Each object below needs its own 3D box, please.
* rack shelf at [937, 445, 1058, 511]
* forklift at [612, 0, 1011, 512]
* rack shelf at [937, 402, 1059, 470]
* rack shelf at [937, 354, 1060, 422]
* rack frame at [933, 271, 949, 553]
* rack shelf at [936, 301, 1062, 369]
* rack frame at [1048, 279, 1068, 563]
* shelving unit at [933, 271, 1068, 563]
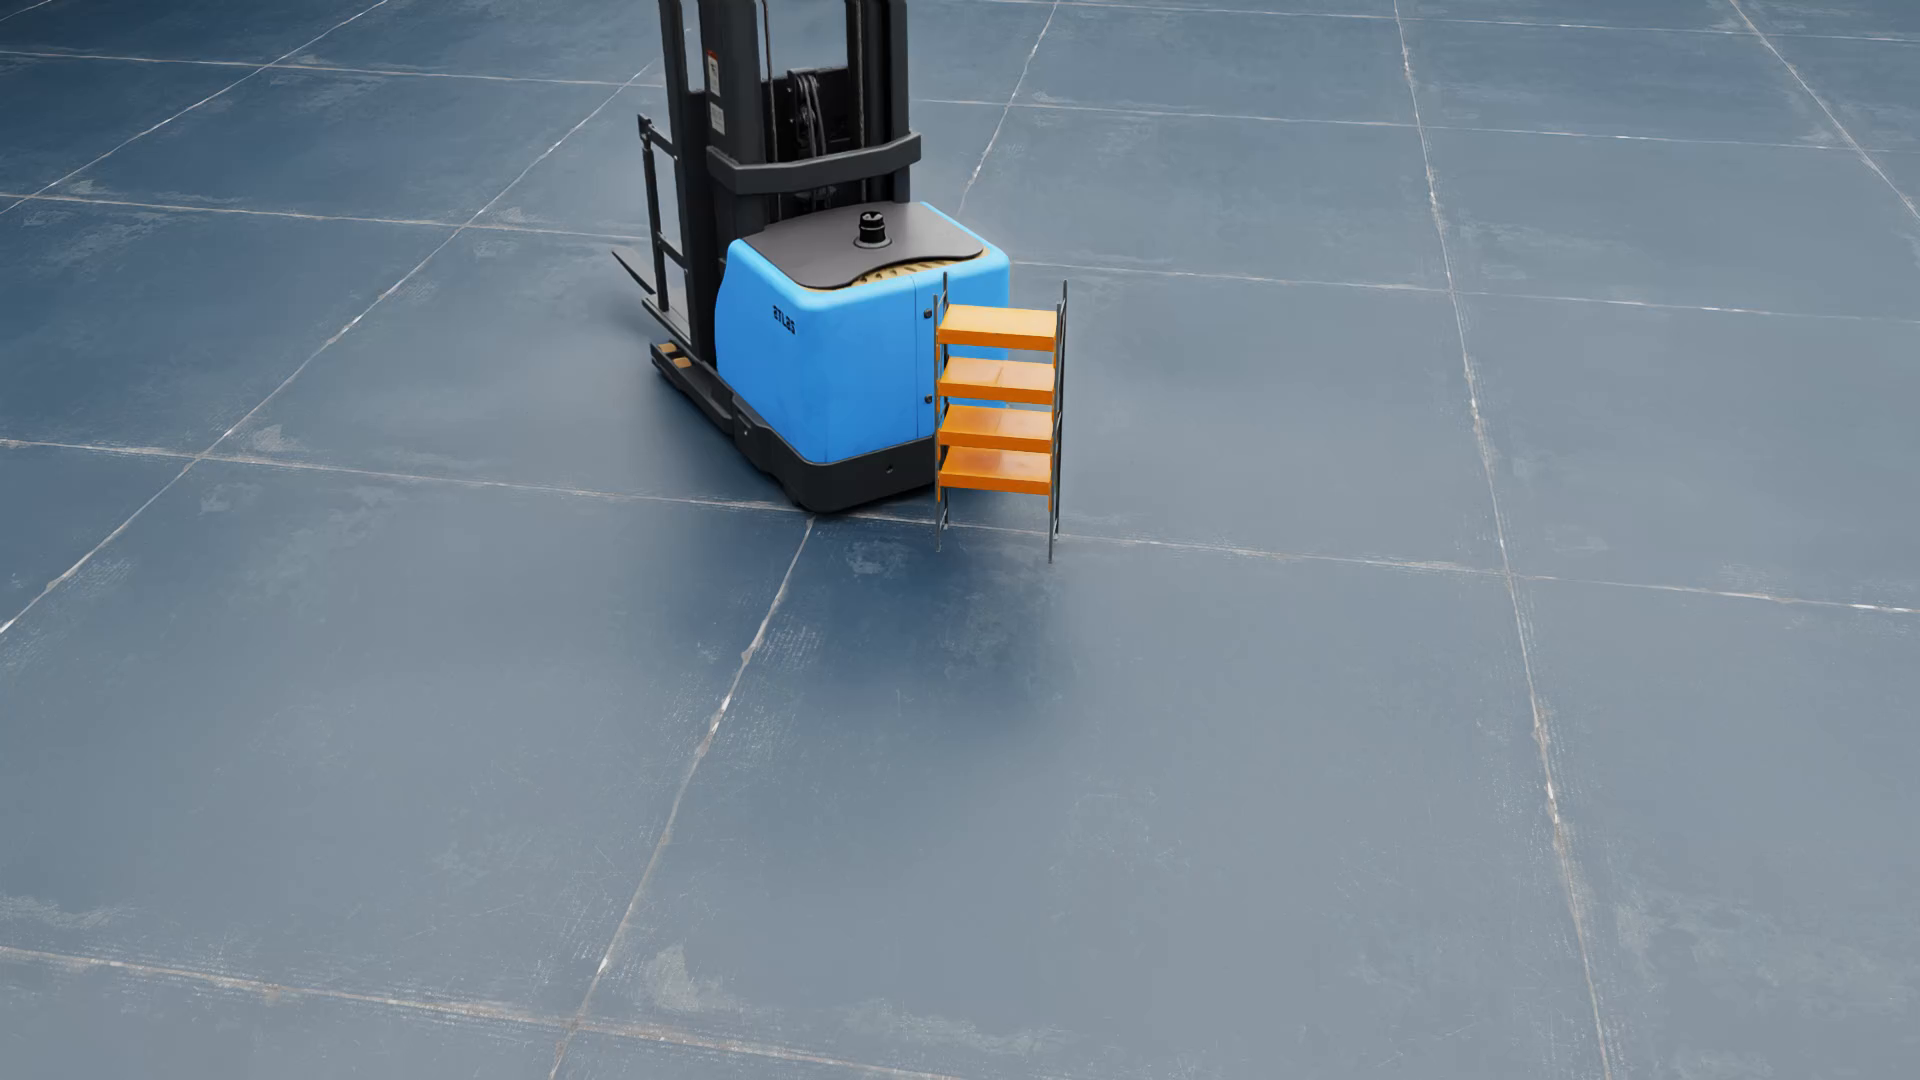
[{"bbox_3d":[0.163,-0.268,7.049,0.480,0.148,0.258,5,32,8],"label":"rack shelf"},{"bbox_3d":[-0.941,-2.116,7.869,1.130,2.935,3.031,-17,36,-25],"label":"forklift"},{"bbox_3d":[0.163,-0.437,6.944,0.480,0.148,0.258,5,32,8],"label":"rack shelf"},{"bbox_3d":[0.163,-0.626,6.825,0.480,0.148,0.258,5,32,8],"label":"rack shelf"},{"bbox_3d":[-0.077,-0.516,6.943,0.015,1.200,0.240,5,32,8],"label":"rack frame"},{"bbox_3d":[0.163,-0.827,6.700,0.480,0.148,0.258,5,32,8],"label":"rack shelf"},{"bbox_3d":[0.404,-0.472,6.873,0.015,1.200,0.240,5,32,8],"label":"rack frame"},{"bbox_3d":[0.163,-0.494,6.908,0.503,1.200,0.258,5,32,8],"label":"shelving unit"}]
